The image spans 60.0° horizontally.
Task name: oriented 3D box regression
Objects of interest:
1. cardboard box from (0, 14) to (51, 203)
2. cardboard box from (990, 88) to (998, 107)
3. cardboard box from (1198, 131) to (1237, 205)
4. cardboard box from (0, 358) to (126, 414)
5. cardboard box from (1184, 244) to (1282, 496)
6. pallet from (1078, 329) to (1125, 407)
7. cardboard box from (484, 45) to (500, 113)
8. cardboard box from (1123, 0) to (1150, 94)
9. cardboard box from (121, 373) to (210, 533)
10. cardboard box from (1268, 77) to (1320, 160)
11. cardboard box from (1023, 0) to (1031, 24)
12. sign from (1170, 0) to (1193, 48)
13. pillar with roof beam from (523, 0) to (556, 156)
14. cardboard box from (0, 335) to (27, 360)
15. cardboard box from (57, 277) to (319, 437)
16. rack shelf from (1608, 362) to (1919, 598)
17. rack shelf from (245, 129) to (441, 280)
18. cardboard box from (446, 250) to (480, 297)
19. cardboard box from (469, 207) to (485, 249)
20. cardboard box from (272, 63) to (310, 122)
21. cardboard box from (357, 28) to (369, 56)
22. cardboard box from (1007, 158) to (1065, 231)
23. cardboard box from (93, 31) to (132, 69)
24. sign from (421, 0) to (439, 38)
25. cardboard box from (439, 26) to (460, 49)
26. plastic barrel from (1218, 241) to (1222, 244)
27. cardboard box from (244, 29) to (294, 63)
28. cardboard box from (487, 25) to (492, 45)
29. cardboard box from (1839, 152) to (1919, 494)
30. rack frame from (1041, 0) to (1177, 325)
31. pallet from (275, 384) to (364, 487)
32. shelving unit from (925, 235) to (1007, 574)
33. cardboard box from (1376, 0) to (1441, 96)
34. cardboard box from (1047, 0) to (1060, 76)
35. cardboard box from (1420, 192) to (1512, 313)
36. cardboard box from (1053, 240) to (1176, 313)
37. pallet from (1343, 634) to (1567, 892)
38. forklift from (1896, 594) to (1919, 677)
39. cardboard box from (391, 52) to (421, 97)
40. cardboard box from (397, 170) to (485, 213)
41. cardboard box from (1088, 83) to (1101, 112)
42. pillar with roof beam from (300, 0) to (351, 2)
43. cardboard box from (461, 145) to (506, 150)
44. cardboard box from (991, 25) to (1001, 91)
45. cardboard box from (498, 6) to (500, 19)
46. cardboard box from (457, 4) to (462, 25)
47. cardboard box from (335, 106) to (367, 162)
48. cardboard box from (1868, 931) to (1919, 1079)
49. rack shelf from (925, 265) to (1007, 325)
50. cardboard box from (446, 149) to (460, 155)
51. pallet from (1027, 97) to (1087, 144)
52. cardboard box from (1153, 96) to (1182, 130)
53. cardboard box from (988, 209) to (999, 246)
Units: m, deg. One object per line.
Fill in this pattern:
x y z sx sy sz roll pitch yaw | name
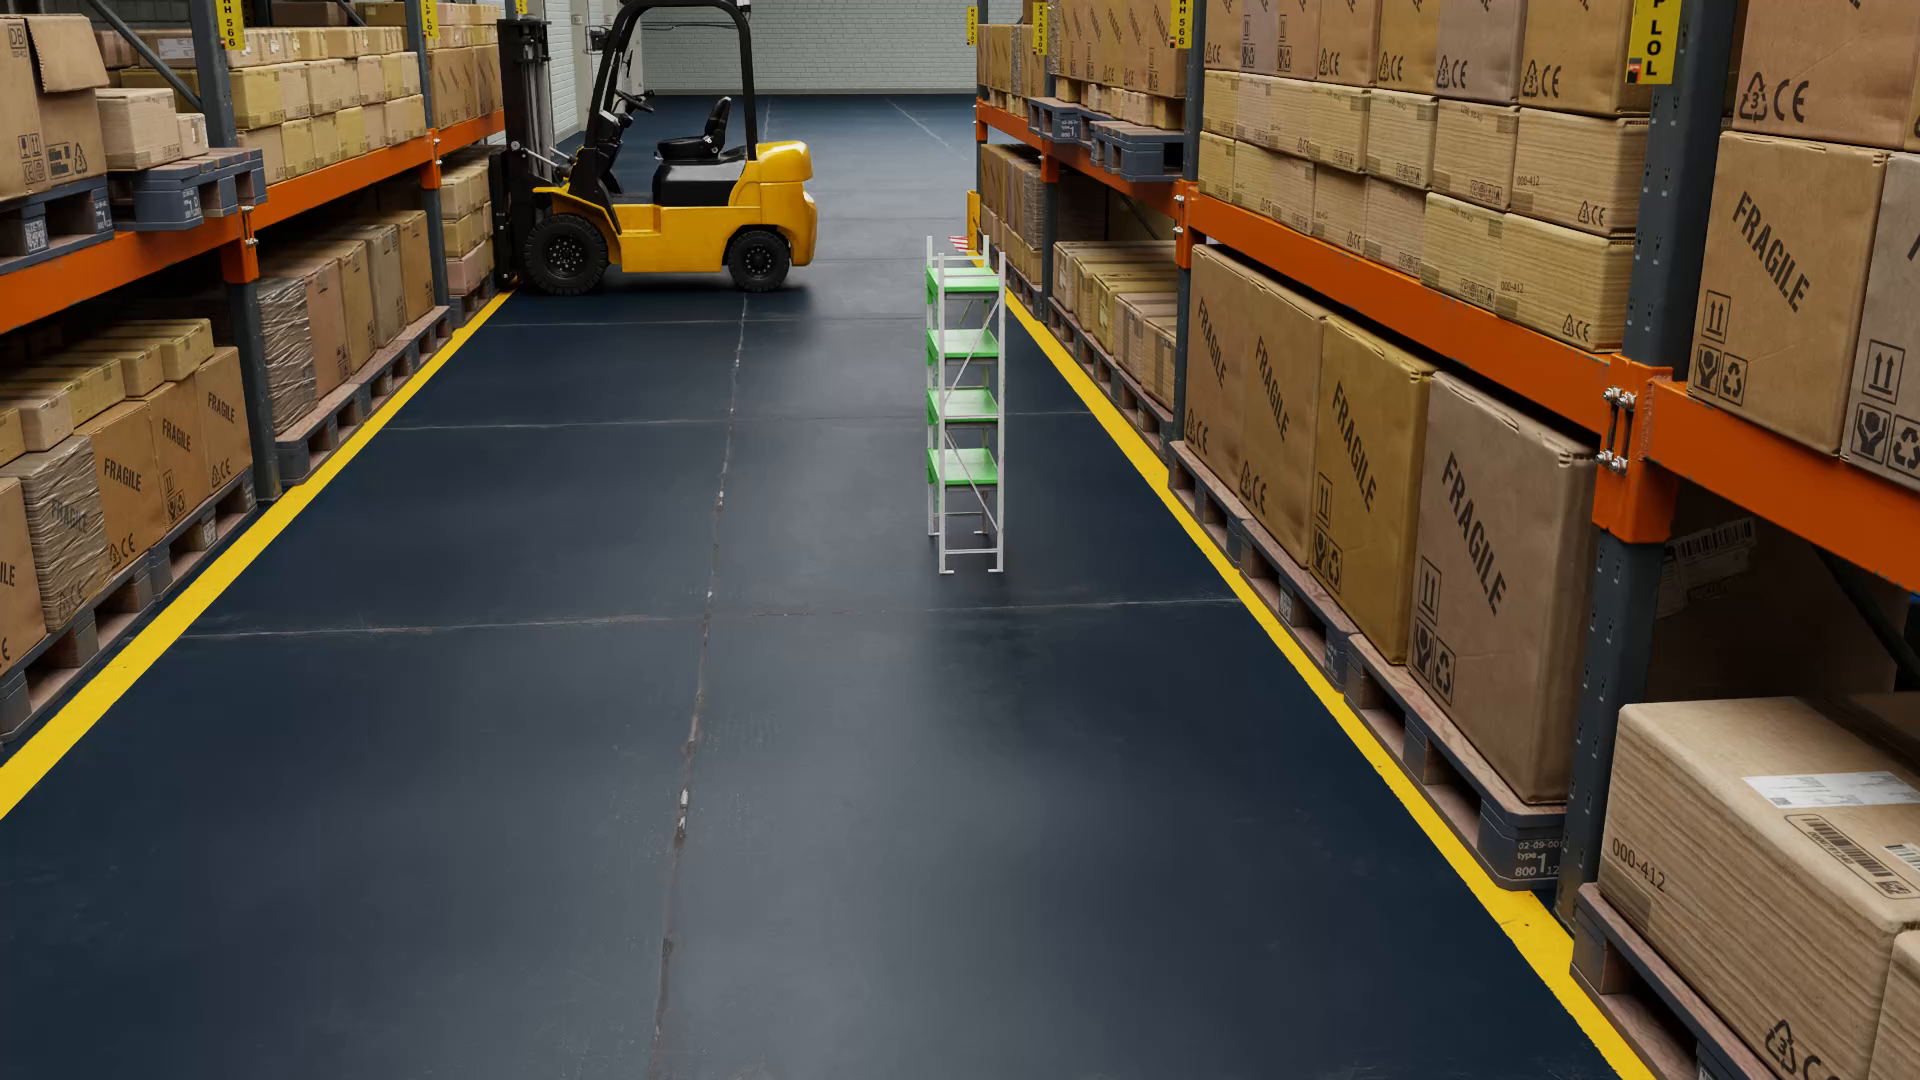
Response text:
-3.009 -1.186 4.578 0.700 0.500 0.500 -2 18 -6 | cardboard box
0.448 -3.667 13.770 0.380 0.149 0.250 -2 17 -5 | cardboard box
1.277 -1.519 6.760 0.500 0.250 0.500 -2 18 -7 | cardboard box
-3.133 -0.528 5.740 0.380 0.149 0.250 -1 17 -4 | cardboard box
1.465 -0.723 6.818 0.875 0.875 0.875 -2 18 -6 | cardboard box
1.275 -1.010 9.541 1.003 0.211 1.213 -2 18 -6 | pallet
-3.876 -3.575 12.891 0.500 0.500 0.500 -2 18 -7 | cardboard box
1.089 -2.415 7.997 0.500 0.500 0.500 -2 18 -7 | cardboard box
-3.161 -0.329 6.190 0.500 0.500 0.500 -2 18 -6 | cardboard box
1.375 -1.450 5.704 0.500 0.250 0.500 -2 18 -6 | cardboard box
0.921 -4.649 14.146 0.700 0.500 0.500 -2 18 -7 | cardboard box
0.938 -2.240 7.002 0.100 0.325 0.005 -2 18 -6 | sign
-2.066 -10.309 24.490 9.100 9.000 0.400 -2 18 -6 | pillar with roof beam
-3.716 -0.662 6.168 0.380 0.149 0.250 -1 17 -4 | cardboard box
-3.511 -0.844 7.620 0.875 0.625 0.625 -1 17 -4 | cardboard box
2.096 0.386 1.640 1.077 0.370 4.000 -2 18 -6 | rack shelf
-3.666 -1.843 8.740 1.077 0.370 4.000 -2 18 -6 | rack shelf
-3.593 -1.825 11.371 0.500 0.250 0.500 -2 18 -5 | cardboard box
-3.669 -2.213 11.772 0.500 0.250 0.500 -2 18 -6 | cardboard box
-3.313 -2.046 7.602 0.500 0.250 0.500 -1 17 -4 | cardboard box
-3.475 -2.739 9.144 0.380 0.149 0.250 -2 18 -7 | cardboard box
0.628 -2.654 12.761 0.500 0.500 0.500 -1 17 -3 | cardboard box
-3.695 -2.038 6.911 0.380 0.149 0.250 -1 17 -4 | cardboard box
-3.334 -3.316 10.431 0.100 0.325 0.005 -2 18 -6 | sign
-3.678 -3.472 11.478 0.380 0.149 0.250 -1 17 -4 | cardboard box
2.371 -2.330 13.393 0.512 0.421 0.421 11 21 32 | plastic barrel
-3.320 -2.284 7.695 0.380 0.149 0.250 -2 17 -5 | cardboard box
-3.860 -3.929 12.936 0.380 0.149 0.250 -2 18 -7 | cardboard box
1.725 -0.303 2.466 0.500 0.500 0.500 -2 18 -5 | cardboard box
1.064 -2.936 11.022 1.000 3.000 0.127 -2 18 -6 | rack frame
-3.506 -0.506 7.937 1.003 0.211 1.213 -2 18 -6 | pallet
0.017 -0.523 6.340 0.258 1.200 0.503 -2 18 -6 | shelving unit
1.500 -1.509 4.638 0.500 0.500 0.500 -1 17 -4 | cardboard box
0.827 -3.178 10.427 0.500 0.500 0.500 -1 17 -4 | cardboard box
1.541 -0.759 4.337 0.500 0.250 0.500 -2 18 -6 | cardboard box
1.121 -1.727 10.855 0.950 0.372 0.625 -2 17 -5 | cardboard box
1.735 0.550 4.573 1.003 0.211 1.213 -2 18 -6 | pallet
3.396 -1.345 6.067 1.130 2.935 3.031 9 20 27 | forklift
-3.568 -2.810 10.037 0.500 0.250 0.500 -2 18 -7 | cardboard box
-3.653 -2.454 11.706 0.500 0.250 0.500 -2 18 -6 | cardboard box
0.914 -2.453 9.202 0.380 0.149 0.250 -1 17 -4 | cardboard box
-0.828 -6.734 13.102 9.100 9.000 0.400 -2 18 -6 | pillar with roof beam
-3.928 -3.212 14.119 0.500 0.250 0.500 -1 17 -4 | cardboard box
0.535 -3.862 13.307 0.500 0.500 0.500 -2 18 -7 | cardboard box
-3.982 -4.300 13.619 0.380 0.149 0.250 -2 18 -6 | cardboard box
-3.866 -3.840 12.155 0.380 0.149 0.250 -2 18 -5 | cardboard box
-3.422 -2.116 8.660 0.500 0.250 0.500 -1 17 -4 | cardboard box
1.940 0.926 2.295 0.875 0.438 0.875 -2 18 -7 | cardboard box
0.017 -0.920 6.216 0.258 0.148 0.480 -2 18 -6 | rack shelf
-4.369 -3.041 13.577 0.500 0.250 0.500 -2 18 -6 | cardboard box
0.998 -2.613 10.311 1.003 0.211 1.213 -2 18 -6 | pallet
1.109 -1.993 7.736 0.380 0.149 0.250 -2 17 -5 | cardboard box
0.505 -2.615 13.889 0.500 0.250 0.500 -1 17 -4 | cardboard box
